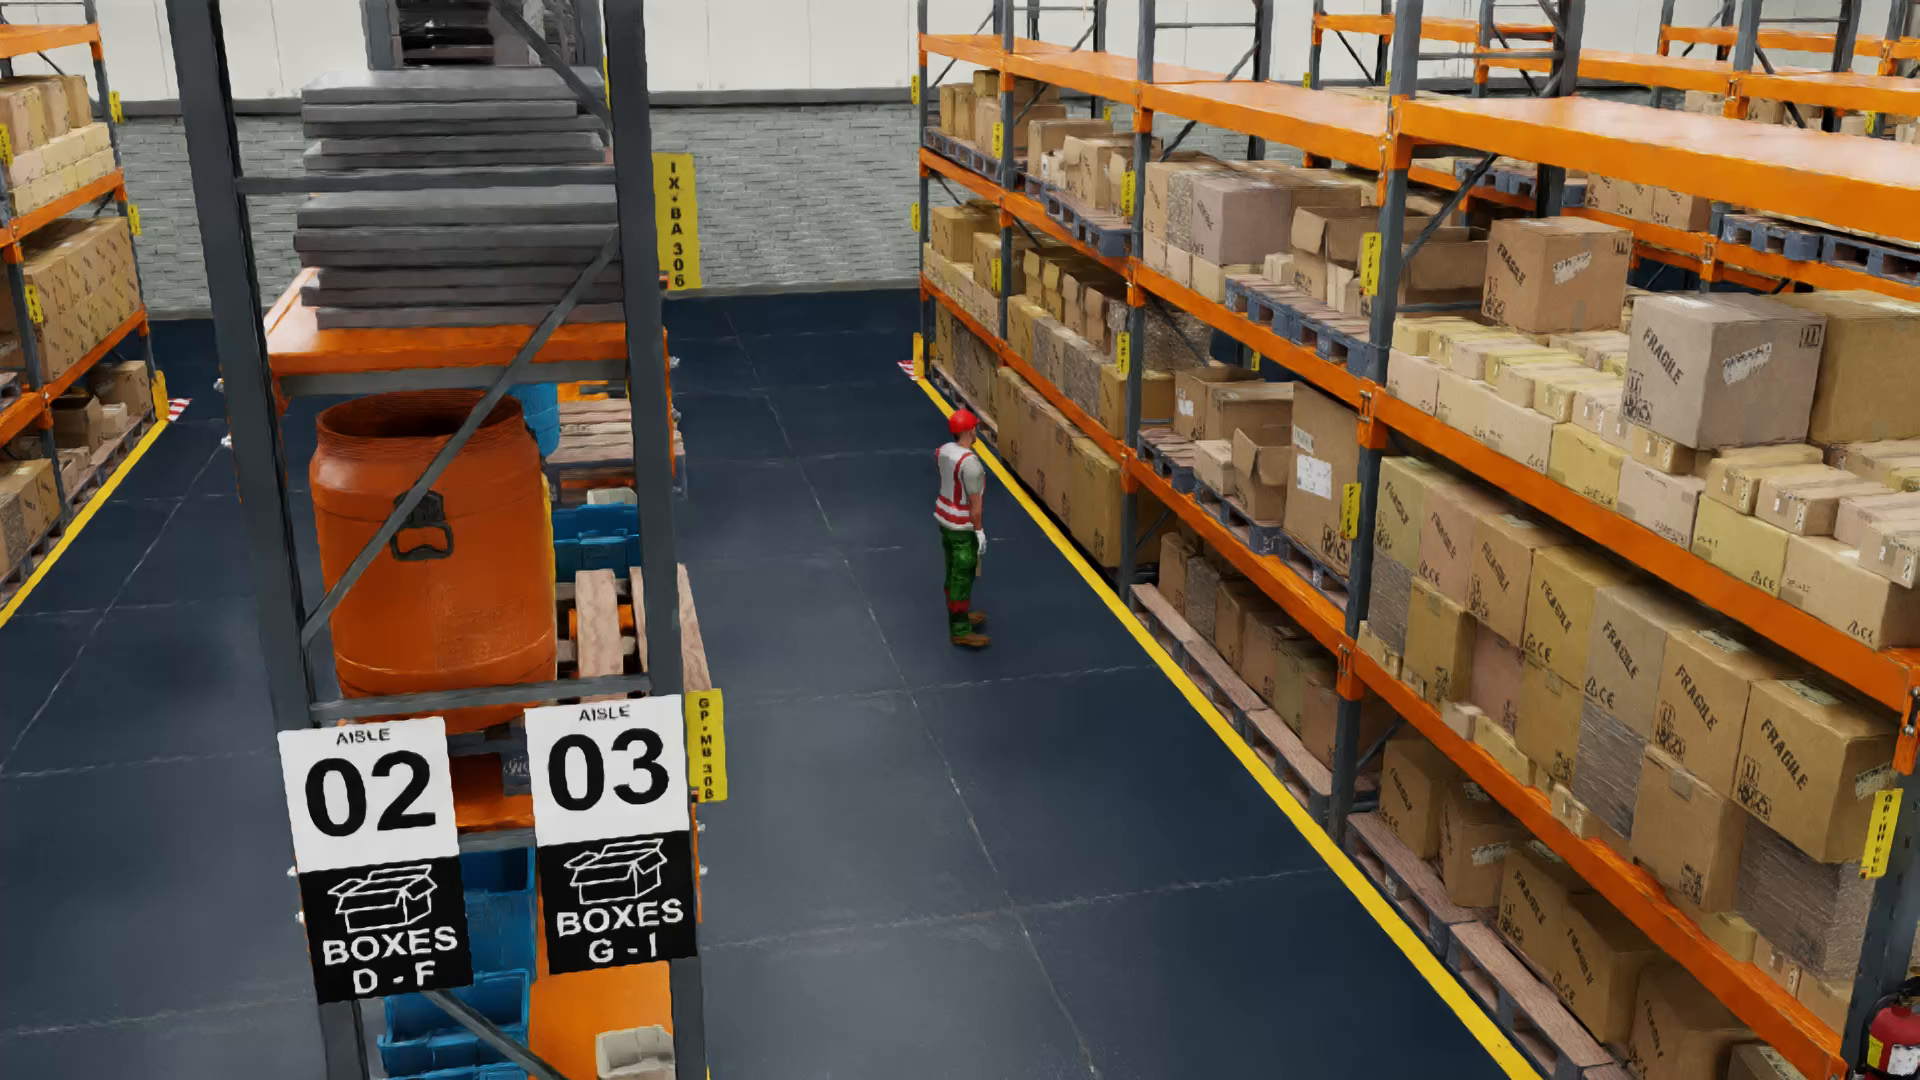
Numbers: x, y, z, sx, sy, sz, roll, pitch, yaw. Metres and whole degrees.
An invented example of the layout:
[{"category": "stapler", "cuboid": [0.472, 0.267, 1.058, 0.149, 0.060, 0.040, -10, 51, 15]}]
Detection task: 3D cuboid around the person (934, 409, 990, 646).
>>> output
[{"category": "person", "cuboid": [0.061, -0.128, 12.624, 0.465, 1.794, 0.620, -10, 22, -27]}]
